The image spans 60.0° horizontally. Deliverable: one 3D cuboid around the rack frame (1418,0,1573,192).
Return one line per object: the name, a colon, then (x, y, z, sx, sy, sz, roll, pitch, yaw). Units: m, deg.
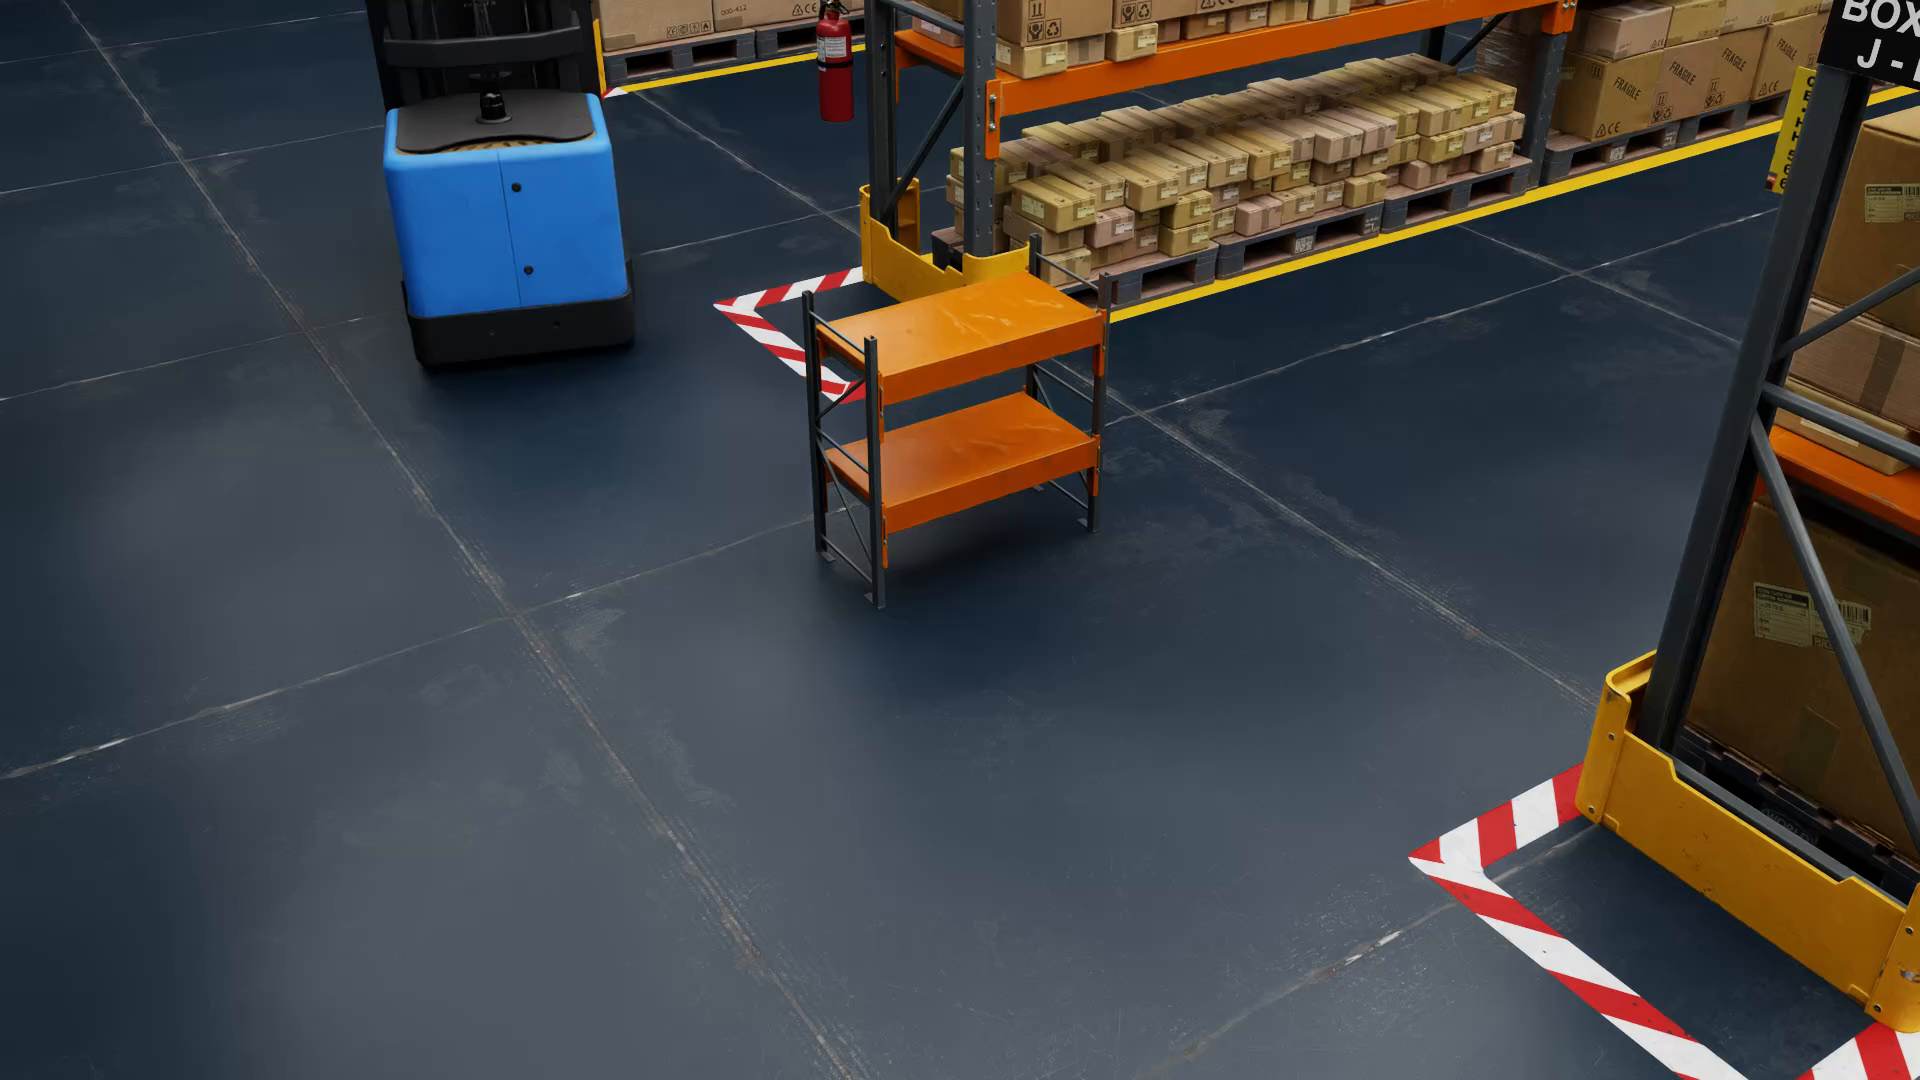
rack frame: (3.207, -3.621, 9.679, 0.127, 3.000, 1.000, -19, 37, -27)

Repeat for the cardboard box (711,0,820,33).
cardboard box: (-1.657, -4.253, 12.689, 0.875, 0.438, 0.875, -18, 36, -26)

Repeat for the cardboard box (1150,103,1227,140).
cardboard box: (1.273, -2.309, 9.320, 0.250, 0.149, 0.380, -20, 38, -29)

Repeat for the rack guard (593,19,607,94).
rack guard: (-2.942, -3.591, 11.974, 0.348, 0.500, 1.175, -19, 37, -27)

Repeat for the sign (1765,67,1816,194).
sign: (2.165, -1.049, 4.293, 0.005, 0.325, 0.100, -19, 37, -27)

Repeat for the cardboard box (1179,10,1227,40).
cardboard box: (1.126, -2.655, 8.383, 0.250, 0.149, 0.380, -19, 37, -28)

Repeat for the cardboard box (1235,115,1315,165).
cardboard box: (1.724, -2.192, 9.135, 0.250, 0.149, 0.380, -19, 37, -27)

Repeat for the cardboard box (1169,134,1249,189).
cardboard box: (1.319, -2.021, 8.863, 0.250, 0.149, 0.380, -17, 36, -25)

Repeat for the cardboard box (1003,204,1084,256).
cardboard box: (0.424, -1.599, 8.473, 0.250, 0.149, 0.380, -17, 36, -25)

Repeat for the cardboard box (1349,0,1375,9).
cardboard box: (1.994, -2.948, 8.848, 0.250, 0.149, 0.380, -20, 37, -28)

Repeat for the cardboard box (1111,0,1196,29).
cardboard box: (0.808, -2.805, 8.012, 0.500, 0.500, 0.500, -19, 37, -27)

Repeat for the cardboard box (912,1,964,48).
cardboard box: (-0.034, -2.579, 8.263, 0.250, 0.149, 0.380, -19, 37, -27)

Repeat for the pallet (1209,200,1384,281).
pallet: (1.635, -1.877, 9.527, 1.213, 0.211, 1.003, -19, 37, -27)

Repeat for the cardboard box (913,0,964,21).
cardboard box: (0.083, -2.878, 8.129, 0.500, 0.500, 0.500, -18, 37, -26)

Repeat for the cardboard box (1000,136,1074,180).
cardboard box: (0.395, -2.002, 8.833, 0.250, 0.149, 0.380, -18, 37, -26)

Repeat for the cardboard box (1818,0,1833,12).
cardboard box: (5.718, -3.749, 11.128, 0.500, 0.250, 0.500, -18, 37, -27)

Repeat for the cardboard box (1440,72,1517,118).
cardboard box: (3.049, -2.625, 9.820, 0.250, 0.149, 0.380, -18, 36, -26)

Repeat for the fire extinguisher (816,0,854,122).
fire extinguisher: (-0.617, -2.408, 8.178, 0.183, 0.674, 0.296, -19, 37, -27)

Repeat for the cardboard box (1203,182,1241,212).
cardboard box: (1.289, -1.908, 8.963, 0.250, 0.149, 0.380, -21, 38, -29)

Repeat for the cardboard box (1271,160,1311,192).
cardboard box: (1.727, -2.078, 9.233, 0.250, 0.149, 0.380, -17, 36, -25)

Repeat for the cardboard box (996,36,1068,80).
cardboard box: (0.295, -2.305, 7.828, 0.250, 0.149, 0.380, -19, 37, -28)

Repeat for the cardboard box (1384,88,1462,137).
cardboard box: (2.650, -2.458, 9.556, 0.250, 0.149, 0.380, -19, 37, -28)

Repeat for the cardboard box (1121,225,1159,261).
cardboard box: (0.839, -1.632, 8.804, 0.250, 0.149, 0.380, -19, 37, -27)

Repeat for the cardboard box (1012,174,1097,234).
cardboard box: (0.469, -1.687, 8.334, 0.250, 0.149, 0.380, -21, 38, -29)

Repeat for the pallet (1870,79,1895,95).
pallet: (5.911, -3.373, 11.899, 1.213, 0.211, 1.003, -19, 37, -27)

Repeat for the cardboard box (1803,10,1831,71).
cardboard box: (5.719, -3.442, 11.344, 0.500, 0.500, 0.500, -17, 36, -25)

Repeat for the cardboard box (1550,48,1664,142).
cardboard box: (3.972, -2.836, 10.384, 0.500, 0.500, 0.500, -17, 36, -25)

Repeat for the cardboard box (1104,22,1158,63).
cardboard box: (0.741, -2.451, 8.059, 0.250, 0.149, 0.380, -20, 37, -29)

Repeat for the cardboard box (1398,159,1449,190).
cardboard box: (2.611, -2.184, 9.679, 0.250, 0.149, 0.380, -20, 38, -29)

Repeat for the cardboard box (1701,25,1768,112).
cardboard box: (4.848, -3.147, 10.877, 0.500, 0.500, 0.500, -18, 37, -26)

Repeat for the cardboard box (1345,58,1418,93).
cardboard box: (2.541, -2.785, 10.074, 0.250, 0.149, 0.380, -17, 36, -25)

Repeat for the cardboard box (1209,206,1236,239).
cardboard box: (1.276, -1.773, 9.027, 0.250, 0.149, 0.380, -19, 37, -27)

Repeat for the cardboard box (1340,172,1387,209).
cardboard box: (2.192, -2.027, 9.431, 0.250, 0.149, 0.380, -19, 37, -27)

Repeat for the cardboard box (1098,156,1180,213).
cardboard box: (0.917, -1.836, 8.570, 0.250, 0.149, 0.380, -19, 37, -27)

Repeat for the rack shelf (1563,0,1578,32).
rack shelf: (4.888, -3.895, 10.787, 4.000, 0.370, 1.077, -19, 37, -27)

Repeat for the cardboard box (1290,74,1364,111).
cardboard box: (2.149, -2.604, 9.787, 0.250, 0.149, 0.380, -20, 37, -28)

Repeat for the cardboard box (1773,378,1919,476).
cardboard box: (2.568, -0.356, 4.738, 0.250, 0.149, 0.380, -18, 37, -26)

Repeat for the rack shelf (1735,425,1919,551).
rack shelf: (4.128, -0.485, 5.382, 4.000, 0.370, 1.077, -19, 37, -27)

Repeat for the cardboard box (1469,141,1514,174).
cardboard box: (3.062, -2.327, 9.905, 0.250, 0.149, 0.380, -18, 37, -27)

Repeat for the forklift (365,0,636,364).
forklift: (-2.475, -2.857, 8.532, 1.130, 2.935, 3.031, -8, 33, -13)

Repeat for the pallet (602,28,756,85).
pallet: (-2.292, -3.742, 12.484, 1.213, 0.211, 1.003, -19, 37, -27)

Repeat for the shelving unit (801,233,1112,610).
shelving unit: (-0.006, -0.474, 6.447, 1.048, 1.125, 0.538, -19, 37, -27)

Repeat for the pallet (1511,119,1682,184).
pallet: (3.860, -2.667, 10.781, 1.213, 0.211, 1.003, -19, 37, -27)

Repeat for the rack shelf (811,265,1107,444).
rack shelf: (-0.006, -0.721, 6.291, 1.000, 0.278, 0.538, -19, 37, -27)

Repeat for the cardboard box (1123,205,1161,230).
cardboard box: (0.843, -1.763, 8.733, 0.250, 0.149, 0.380, -18, 37, -27)

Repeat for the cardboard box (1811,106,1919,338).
cardboard box: (2.714, -0.850, 4.444, 0.500, 0.500, 0.500, -18, 37, -27)

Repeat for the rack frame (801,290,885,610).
rack frame: (-0.433, -0.327, 6.214, 0.032, 1.125, 0.500, -19, 37, -27)

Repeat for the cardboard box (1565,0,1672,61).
cardboard box: (3.971, -3.154, 10.184, 0.500, 0.250, 0.500, -21, 38, -29)

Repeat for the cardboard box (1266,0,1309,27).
cardboard box: (1.578, -2.779, 8.579, 0.250, 0.149, 0.380, -18, 36, -26)

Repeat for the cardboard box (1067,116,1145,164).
cardboard box: (0.796, -2.180, 9.115, 0.250, 0.149, 0.380, -21, 38, -29)

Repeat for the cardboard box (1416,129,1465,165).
cardboard box: (2.678, -2.316, 9.609, 0.250, 0.149, 0.380, -20, 38, -29)

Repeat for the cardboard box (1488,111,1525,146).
cardboard box: (3.114, -2.485, 9.878, 0.250, 0.149, 0.380, -18, 37, -26)

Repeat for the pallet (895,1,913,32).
pallet: (-0.242, -4.447, 13.602, 1.213, 0.211, 1.003, -19, 37, -27)

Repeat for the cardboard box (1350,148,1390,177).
cardboard box: (2.210, -2.205, 9.434, 0.250, 0.149, 0.380, -18, 36, -26)

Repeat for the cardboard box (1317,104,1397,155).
cardboard box: (2.212, -2.298, 9.303, 0.250, 0.149, 0.380, -21, 38, -30)

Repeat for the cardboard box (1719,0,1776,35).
cardboard box: (4.848, -3.454, 10.661, 0.500, 0.250, 0.500, -18, 36, -26)

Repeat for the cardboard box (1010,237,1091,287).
cardboard box: (0.459, -1.444, 8.507, 0.250, 0.149, 0.380, -18, 37, -26)

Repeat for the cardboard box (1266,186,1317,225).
cardboard box: (1.752, -1.898, 9.225, 0.250, 0.149, 0.380, -19, 37, -27)

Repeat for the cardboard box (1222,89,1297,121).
cardboard box: (1.706, -2.451, 9.545, 0.250, 0.149, 0.380, -21, 38, -29)
